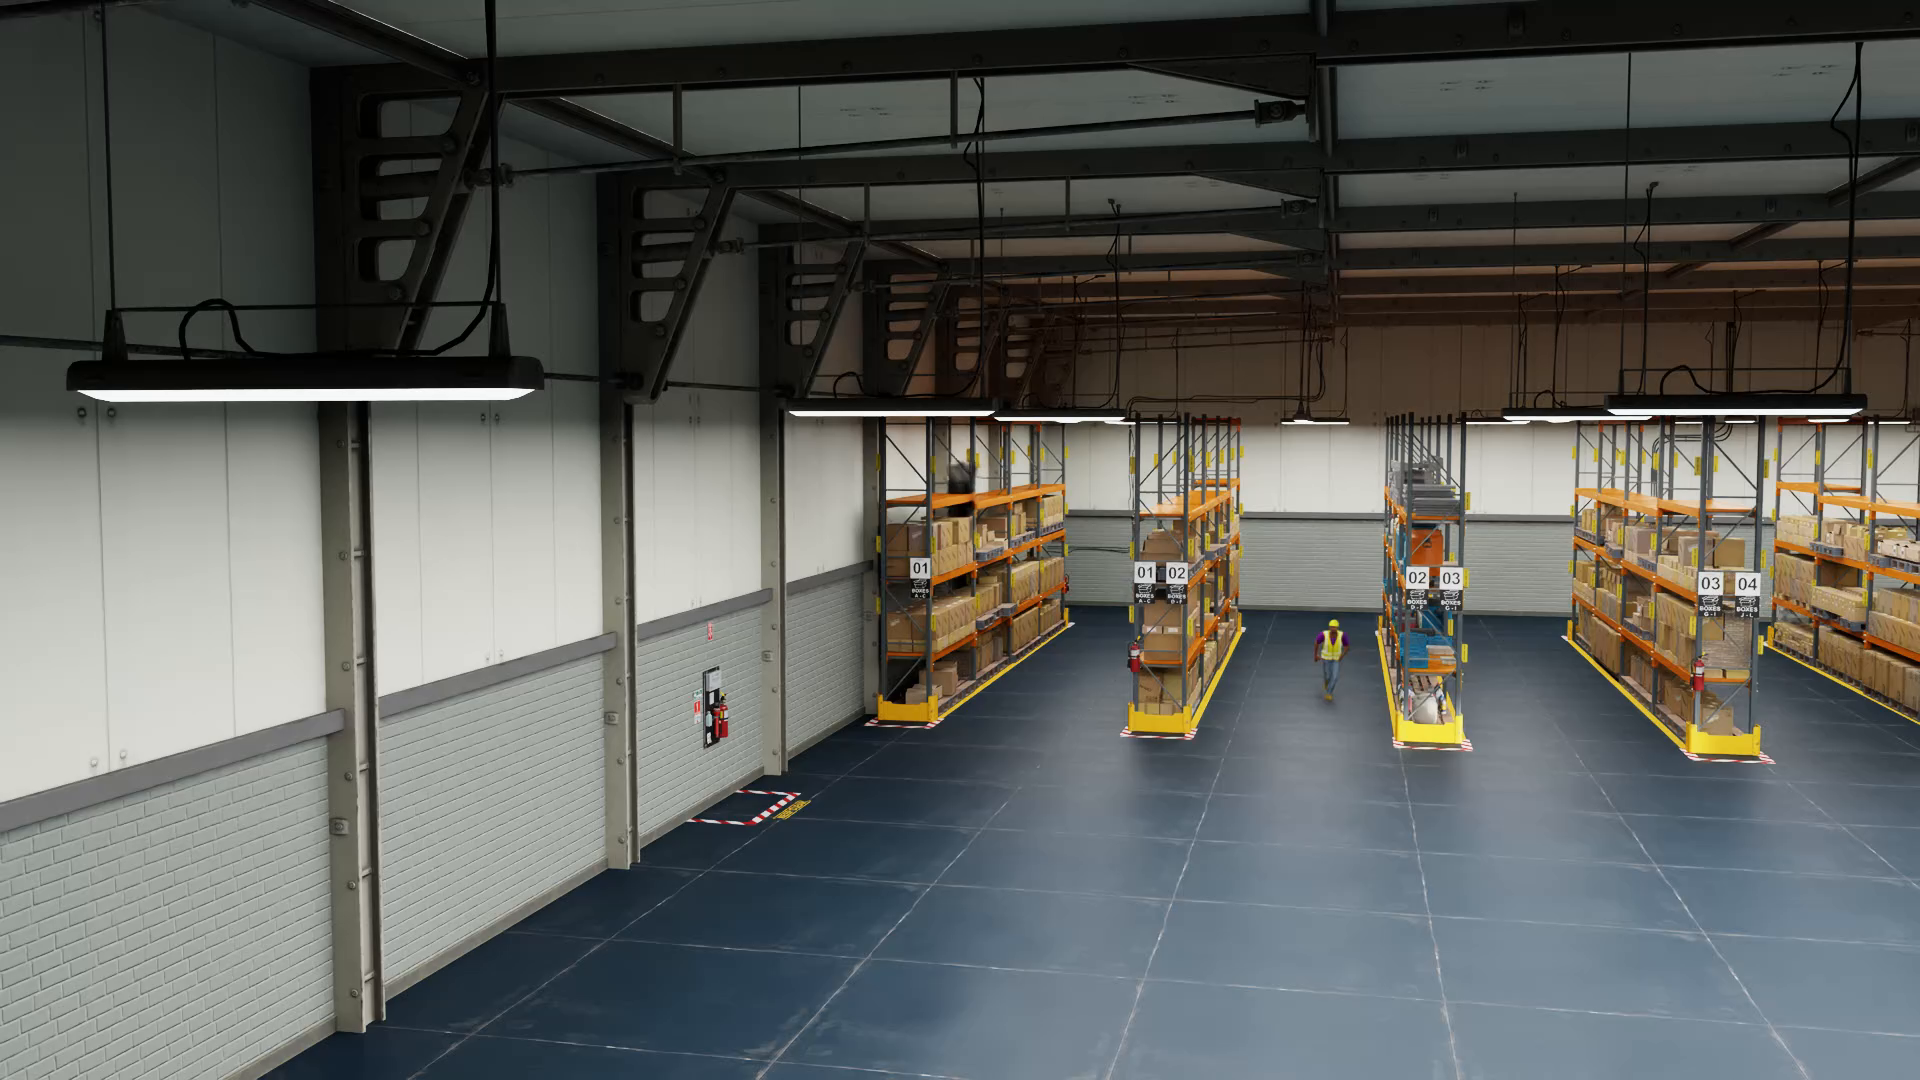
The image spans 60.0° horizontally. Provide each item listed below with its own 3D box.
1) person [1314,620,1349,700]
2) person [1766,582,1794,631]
[{"bbox_3d":[7.841,2.509,35.071,0.685,1.695,0.698,0,4,0],"label":"person"},{"bbox_3d":[22.034,1.926,44.537,0.925,1.628,0.618,0,4,-5],"label":"person"}]
